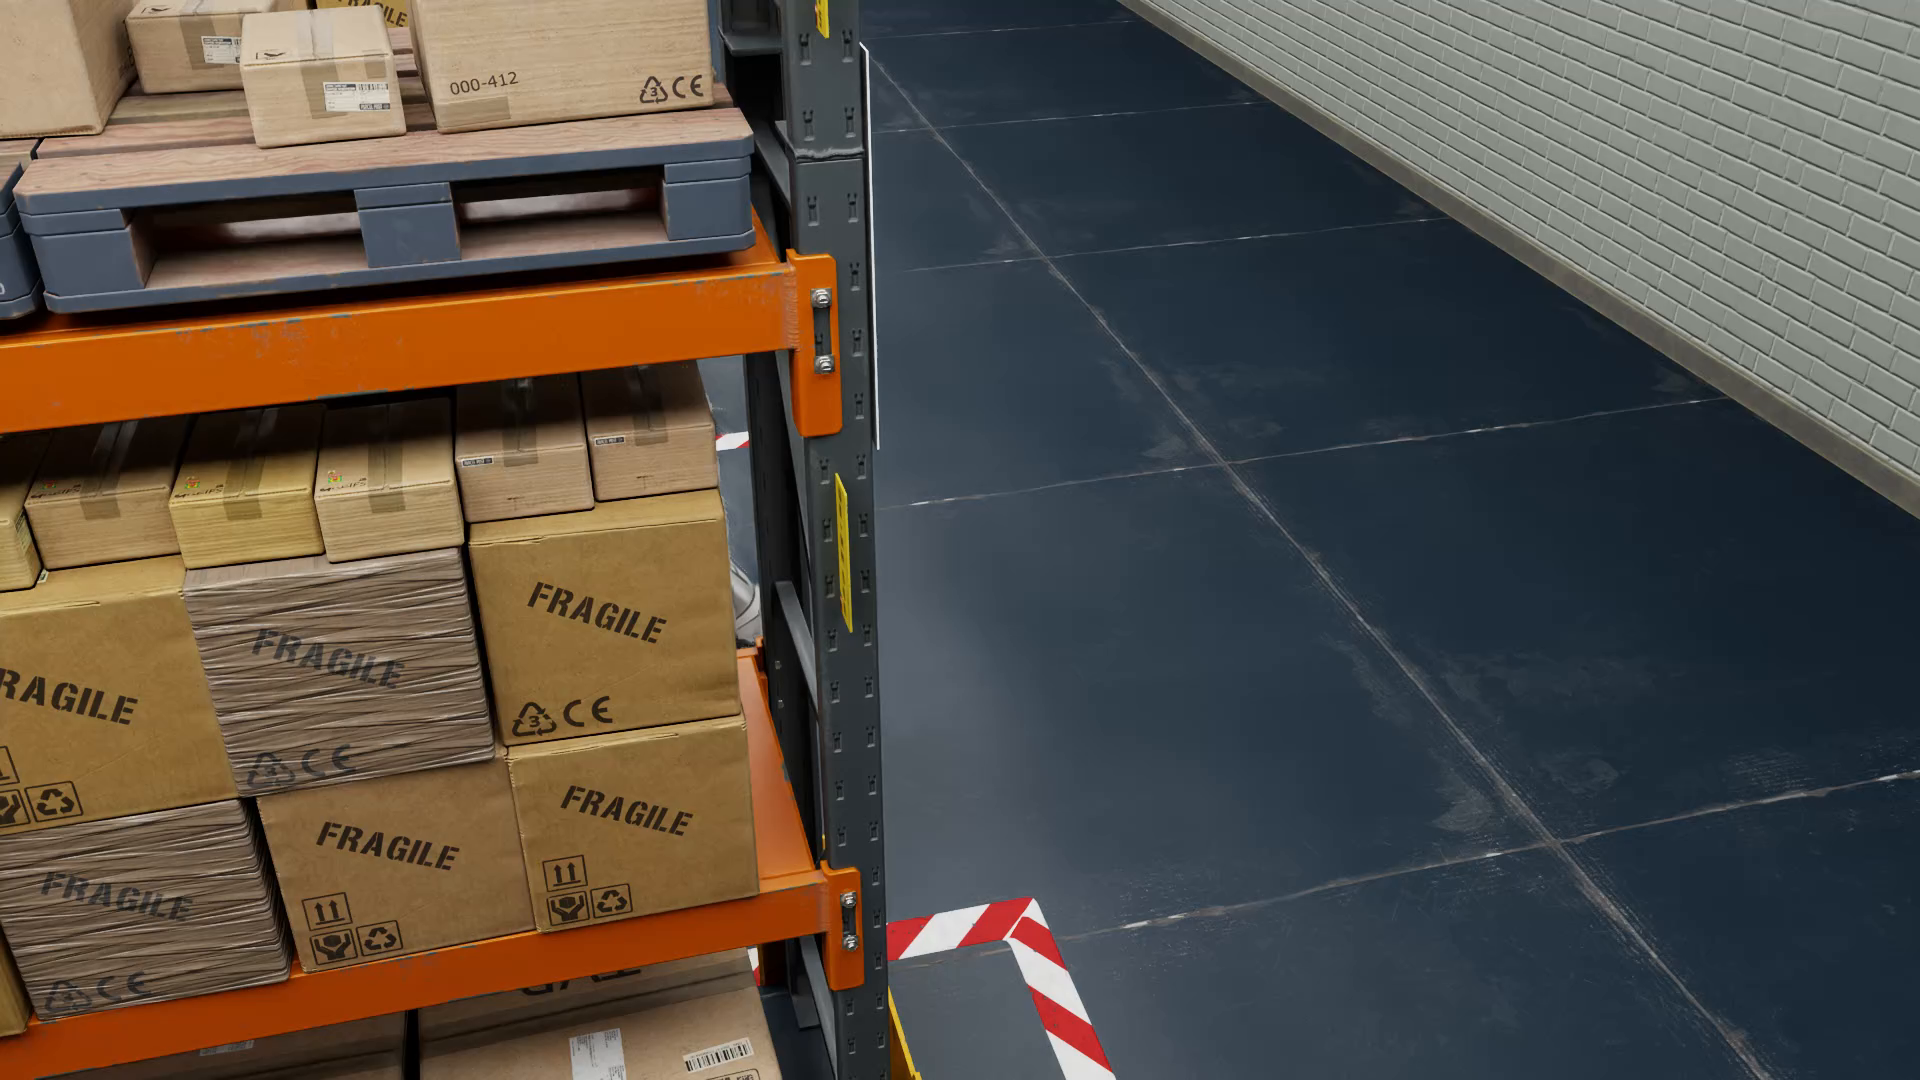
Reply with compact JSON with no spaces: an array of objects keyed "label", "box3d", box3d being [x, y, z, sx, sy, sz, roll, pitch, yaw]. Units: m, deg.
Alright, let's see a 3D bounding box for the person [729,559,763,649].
[{"label":"person","box3d":[-0.957,0.423,5.746,0.738,1.333,0.497,-16,34,-26]}]
